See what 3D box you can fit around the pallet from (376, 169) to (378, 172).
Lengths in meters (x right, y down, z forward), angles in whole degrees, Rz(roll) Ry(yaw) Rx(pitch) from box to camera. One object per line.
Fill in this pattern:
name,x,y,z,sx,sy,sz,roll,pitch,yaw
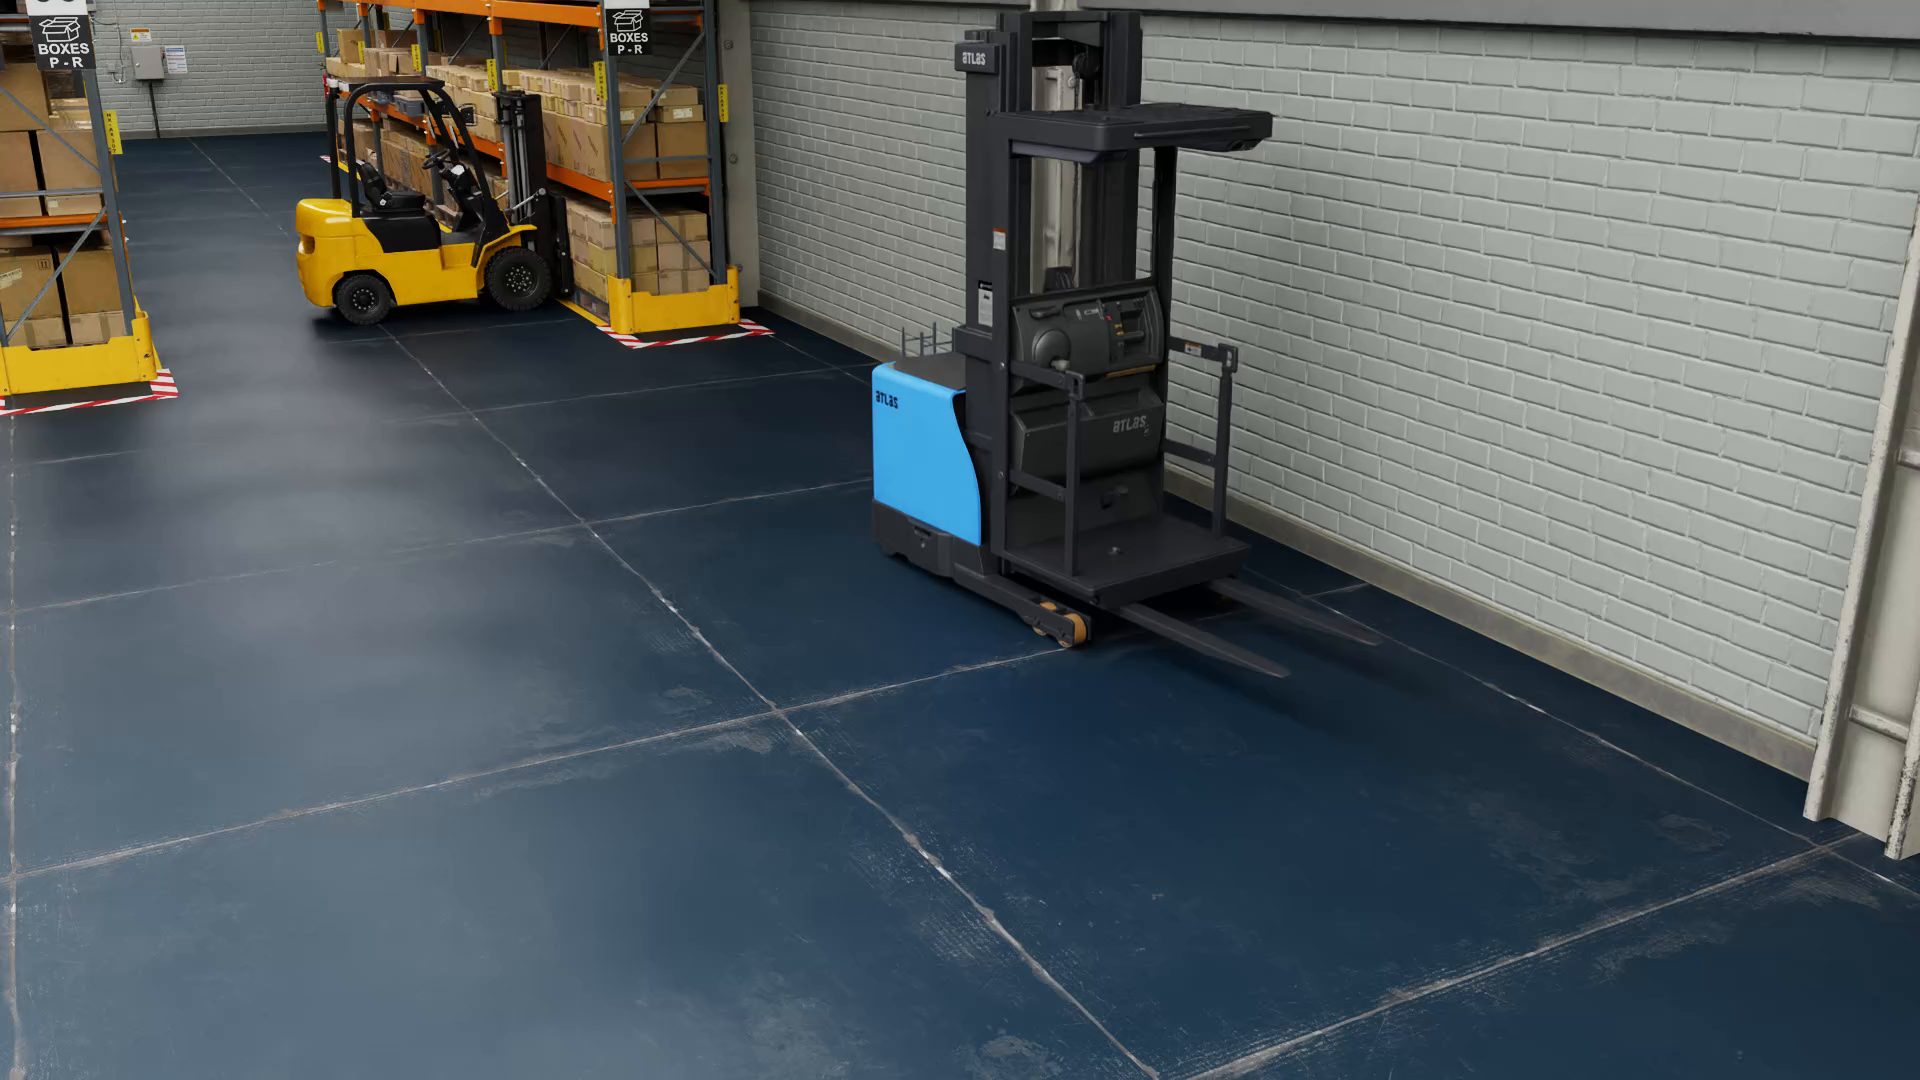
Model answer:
pallet,-8.660,-5.736,25.932,1.003,0.211,1.213,-10,21,-27

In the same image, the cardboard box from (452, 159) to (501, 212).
cardboard box,-5.834,-4.417,20.831,0.875,0.625,0.625,-9,21,-25

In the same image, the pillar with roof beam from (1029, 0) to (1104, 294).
pillar with roof beam,-3.114,-4.199,8.003,9.100,9.000,0.400,-10,21,-27

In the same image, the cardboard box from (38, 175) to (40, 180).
cardboard box,-8.078,-3.040,14.227,0.380,0.149,0.250,-10,21,-27

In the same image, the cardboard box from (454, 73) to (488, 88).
cardboard box,-5.721,-5.405,19.548,0.380,0.149,0.250,-11,22,-28

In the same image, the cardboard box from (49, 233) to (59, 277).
cardboard box,-8.351,-2.532,14.792,0.500,0.500,0.500,-9,21,-24

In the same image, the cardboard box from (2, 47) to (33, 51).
cardboard box,-8.661,-4.141,14.893,0.700,0.500,0.500,-10,21,-26

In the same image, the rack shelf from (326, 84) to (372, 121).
rack shelf,-9.285,-7.091,26.686,1.077,0.370,4.000,-10,21,-27

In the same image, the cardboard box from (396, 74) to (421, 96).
cardboard box,-7.222,-6.089,22.266,0.500,0.250,0.500,-11,22,-29

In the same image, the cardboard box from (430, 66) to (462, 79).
cardboard box,-6.416,-5.849,20.837,0.380,0.149,0.250,-9,21,-25

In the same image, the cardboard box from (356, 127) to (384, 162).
cardboard box,-9.163,-6.283,26.429,0.700,0.500,0.500,-11,22,-29

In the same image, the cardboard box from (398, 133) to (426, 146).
cardboard box,-7.840,-5.743,23.870,0.380,0.149,0.250,-10,21,-27

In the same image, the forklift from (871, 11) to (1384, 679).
forklift,0.776,-1.040,8.153,1.130,2.935,3.031,-13,23,-34

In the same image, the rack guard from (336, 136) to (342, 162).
rack guard,-10.199,-6.802,28.577,1.175,0.500,0.348,-10,21,-27

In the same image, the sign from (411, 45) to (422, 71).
sign,-6.909,-6.132,21.150,0.100,0.325,0.005,-10,21,-27

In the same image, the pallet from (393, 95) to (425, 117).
pallet,-6.819,-5.802,22.141,1.213,0.211,1.003,-10,21,-27

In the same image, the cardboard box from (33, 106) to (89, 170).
cardboard box,-7.972,-3.595,14.841,0.500,0.500,0.500,-9,21,-25

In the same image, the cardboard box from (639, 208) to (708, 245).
cardboard box,-2.699,-2.951,15.624,0.500,0.250,0.500,-10,22,-27

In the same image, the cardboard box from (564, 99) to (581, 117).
cardboard box,-3.541,-4.117,15.818,0.380,0.149,0.250,-11,22,-28

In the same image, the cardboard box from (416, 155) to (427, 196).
cardboard box,-7.054,-4.959,22.593,0.500,0.500,0.500,-10,22,-27

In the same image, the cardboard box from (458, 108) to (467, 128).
cardboard box,-5.710,-5.032,19.845,0.500,0.250,0.500,-9,21,-25

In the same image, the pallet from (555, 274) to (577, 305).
pallet,-3.612,-2.657,17.008,1.003,0.211,1.213,-10,21,-27

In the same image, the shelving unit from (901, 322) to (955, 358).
shelving unit,-0.181,-0.645,9.662,0.258,1.200,0.189,-13,23,-34

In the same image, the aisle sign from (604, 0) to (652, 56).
aisle sign,-2.864,-4.577,14.312,0.394,0.787,0.004,-10,21,-27

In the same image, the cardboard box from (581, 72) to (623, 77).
cardboard box,-3.725,-4.796,17.328,0.380,0.149,0.250,-10,22,-28

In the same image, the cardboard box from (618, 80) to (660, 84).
cardboard box,-3.092,-4.336,15.993,0.380,0.149,0.250,-9,21,-25

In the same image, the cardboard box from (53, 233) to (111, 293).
cardboard box,-7.407,-2.326,14.196,0.500,0.500,0.500,-11,22,-29

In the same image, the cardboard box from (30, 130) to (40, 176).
cardboard box,-8.196,-3.381,14.220,0.500,0.500,0.500,-10,21,-26

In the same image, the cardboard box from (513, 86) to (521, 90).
cardboard box,-4.492,-4.708,17.530,0.380,0.149,0.250,-9,21,-25

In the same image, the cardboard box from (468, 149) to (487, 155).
cardboard box,-6.409,-5.230,22.385,0.380,0.149,0.250,-9,21,-24

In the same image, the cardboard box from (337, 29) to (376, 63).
cardboard box,-9.544,-7.827,26.340,0.500,0.500,0.500,-9,21,-25

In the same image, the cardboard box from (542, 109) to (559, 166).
cardboard box,-3.832,-4.000,16.473,0.500,0.500,0.500,-10,21,-26

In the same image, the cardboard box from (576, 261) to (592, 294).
cardboard box,-3.366,-2.541,15.969,0.500,0.250,0.500,-10,21,-27

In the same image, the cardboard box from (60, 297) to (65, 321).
cardboard box,-8.116,-2.031,14.490,0.500,0.250,0.500,-11,22,-29

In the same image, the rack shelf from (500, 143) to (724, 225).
rack shelf,-3.587,-3.646,16.703,1.077,0.370,4.000,-10,21,-27

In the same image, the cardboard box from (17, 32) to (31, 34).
cardboard box,-12.715,-6.781,22.999,0.500,0.500,0.500,-10,21,-26

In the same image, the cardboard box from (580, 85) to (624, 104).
cardboard box,-3.285,-4.114,15.352,0.380,0.149,0.250,-9,21,-25

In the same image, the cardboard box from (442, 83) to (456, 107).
cardboard box,-5.971,-5.412,20.181,0.500,0.250,0.500,-11,22,-28

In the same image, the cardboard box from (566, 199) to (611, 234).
cardboard box,-3.626,-3.157,16.220,0.500,0.250,0.500,-10,21,-26

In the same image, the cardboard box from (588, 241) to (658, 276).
cardboard box,-3.143,-2.639,15.485,0.500,0.250,0.500,-10,22,-27

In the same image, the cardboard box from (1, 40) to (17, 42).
cardboard box,-11.529,-5.713,19.903,0.500,0.500,0.500,-10,21,-26

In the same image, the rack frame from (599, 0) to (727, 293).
rack frame,-2.637,-3.412,14.922,1.000,3.000,0.127,-10,21,-27

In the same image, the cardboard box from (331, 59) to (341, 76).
cardboard box,-10.017,-7.759,27.291,0.500,0.250,0.500,-10,21,-26

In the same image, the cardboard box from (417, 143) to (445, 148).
cardboard box,-7.136,-5.291,22.560,0.380,0.149,0.250,-11,22,-28

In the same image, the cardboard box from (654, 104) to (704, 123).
cardboard box,-2.570,-3.904,15.199,0.380,0.149,0.250,-11,22,-28

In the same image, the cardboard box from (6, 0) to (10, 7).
cardboard box,-8.681,-4.825,14.801,0.380,0.149,0.250,-10,21,-27

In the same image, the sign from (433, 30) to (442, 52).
sign,-7.848,-7.492,24.968,0.100,0.325,0.005,-10,21,-27

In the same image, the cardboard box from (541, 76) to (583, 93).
cardboard box,-3.965,-4.560,16.645,0.380,0.149,0.250,-10,21,-27

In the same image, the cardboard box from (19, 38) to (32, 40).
cardboard box,-11.297,-5.930,20.533,0.500,0.500,0.500,-9,21,-25
